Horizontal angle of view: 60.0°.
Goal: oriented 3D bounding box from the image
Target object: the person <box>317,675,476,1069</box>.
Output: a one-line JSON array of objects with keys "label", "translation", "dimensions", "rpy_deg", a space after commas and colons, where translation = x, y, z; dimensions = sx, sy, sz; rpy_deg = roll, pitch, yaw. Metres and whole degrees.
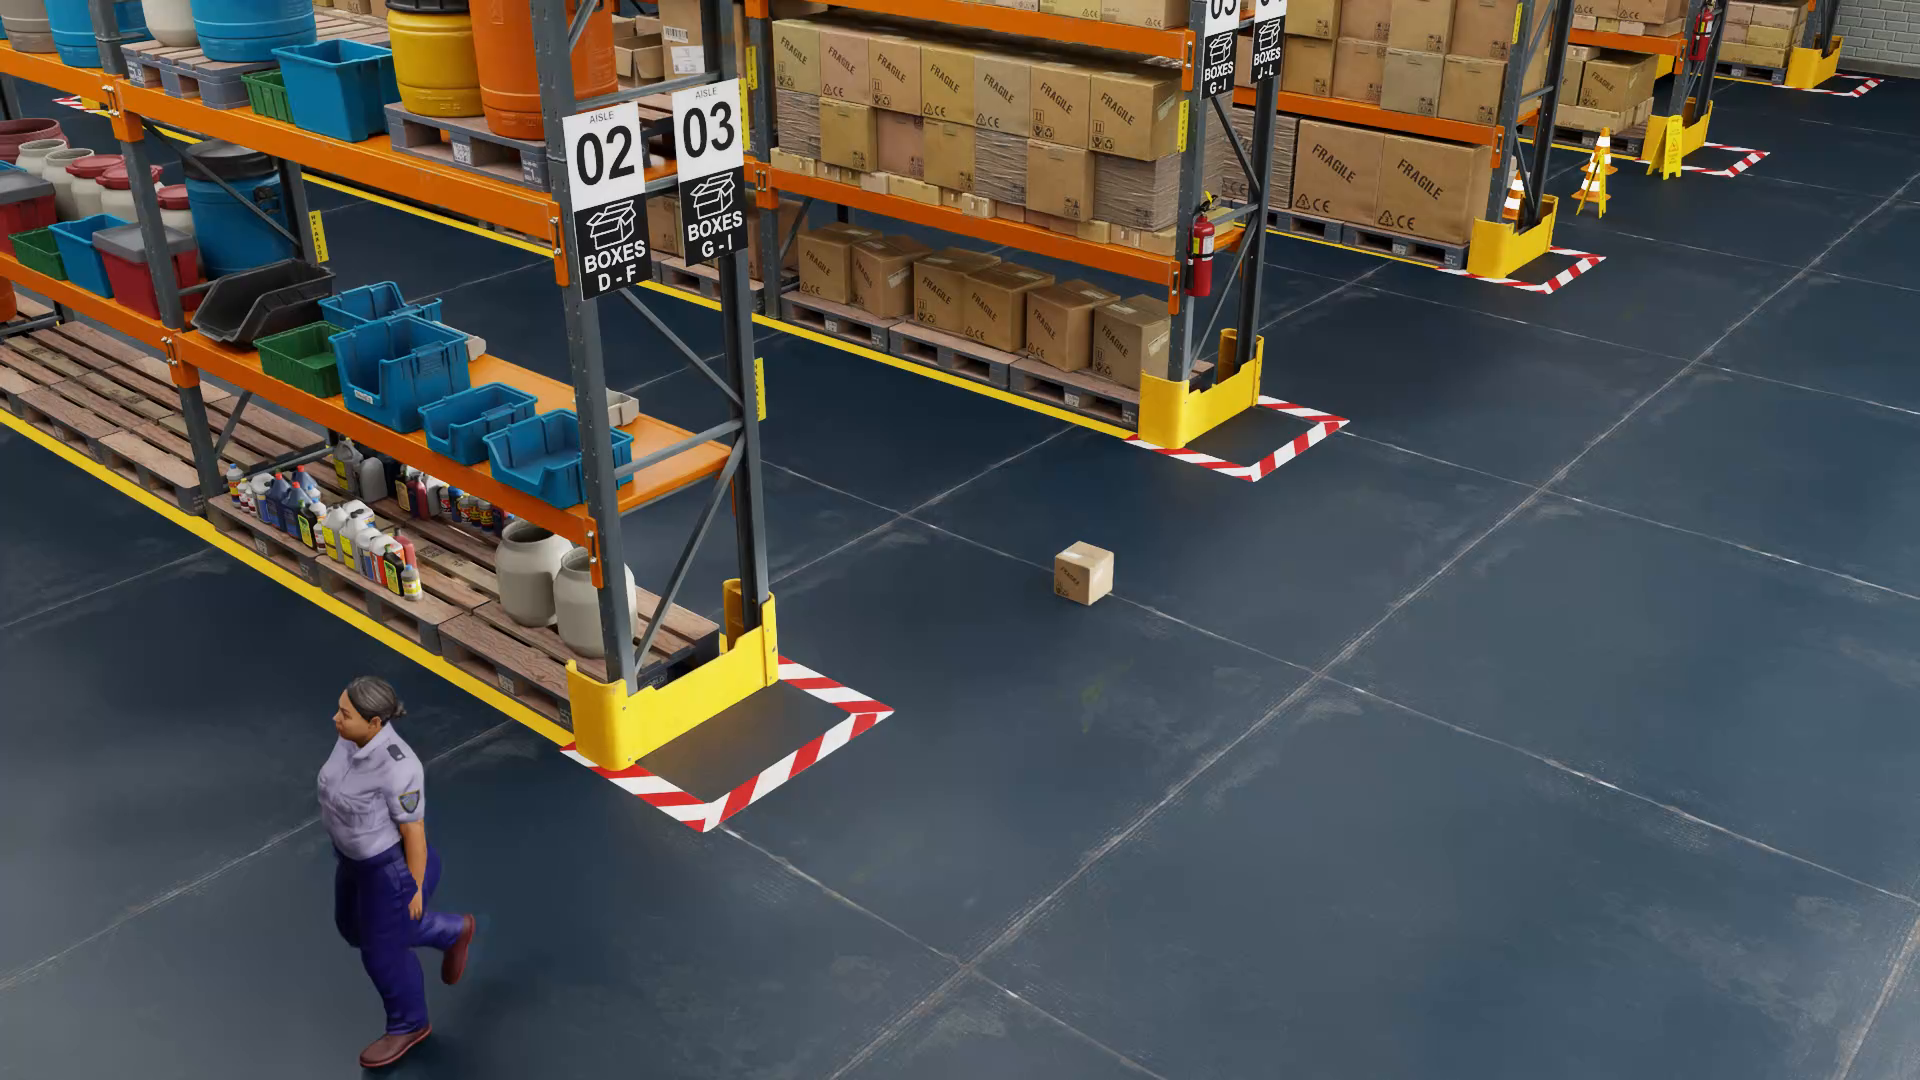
[{"label": "person", "translation": [-2.137, 1.213, 6.293], "dimensions": [0.614, 1.606, 0.476], "rpy_deg": [-22, 35, -36]}]
